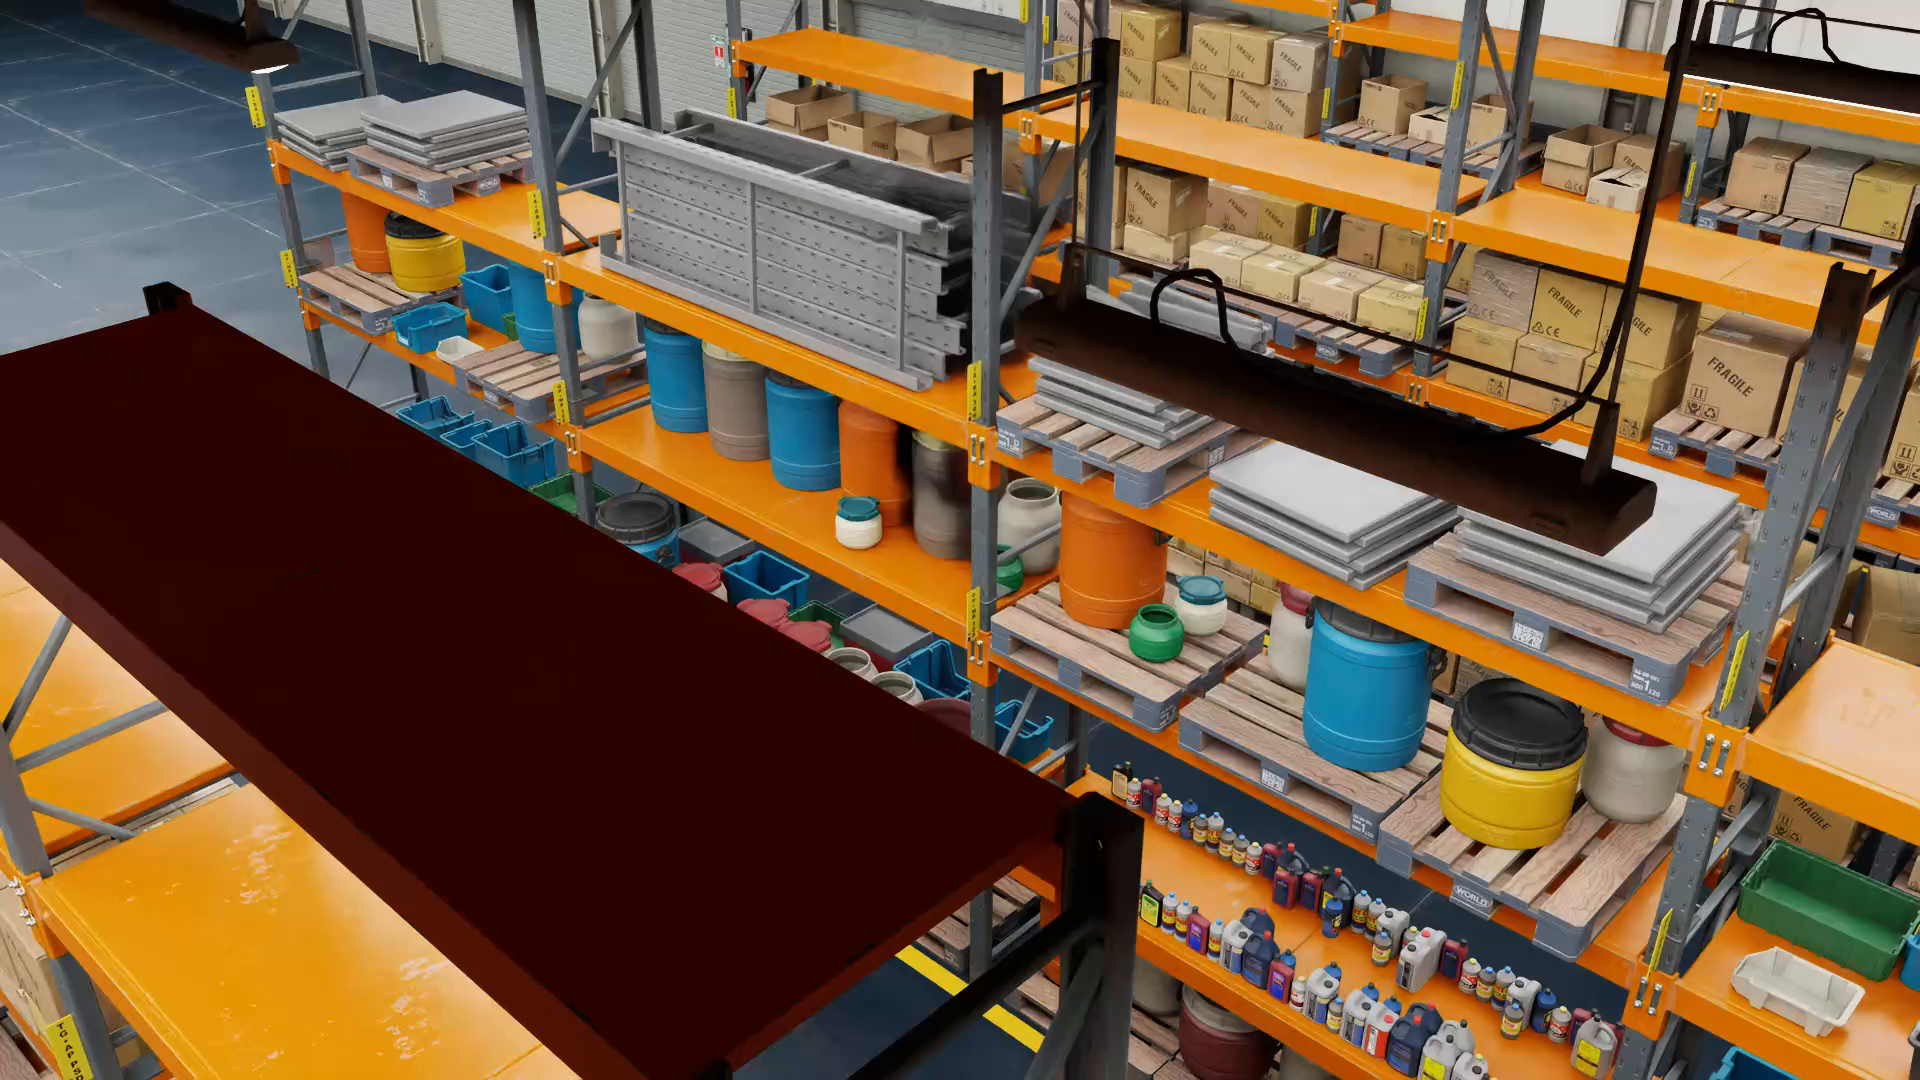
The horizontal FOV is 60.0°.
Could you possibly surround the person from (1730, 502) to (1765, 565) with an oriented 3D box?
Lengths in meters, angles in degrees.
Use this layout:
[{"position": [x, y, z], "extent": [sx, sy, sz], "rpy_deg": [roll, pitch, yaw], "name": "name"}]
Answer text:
[{"position": [6.781, -0.043, 14.540], "extent": [0.854, 1.841, 0.630], "rpy_deg": [18, 34, 28], "name": "person"}]
